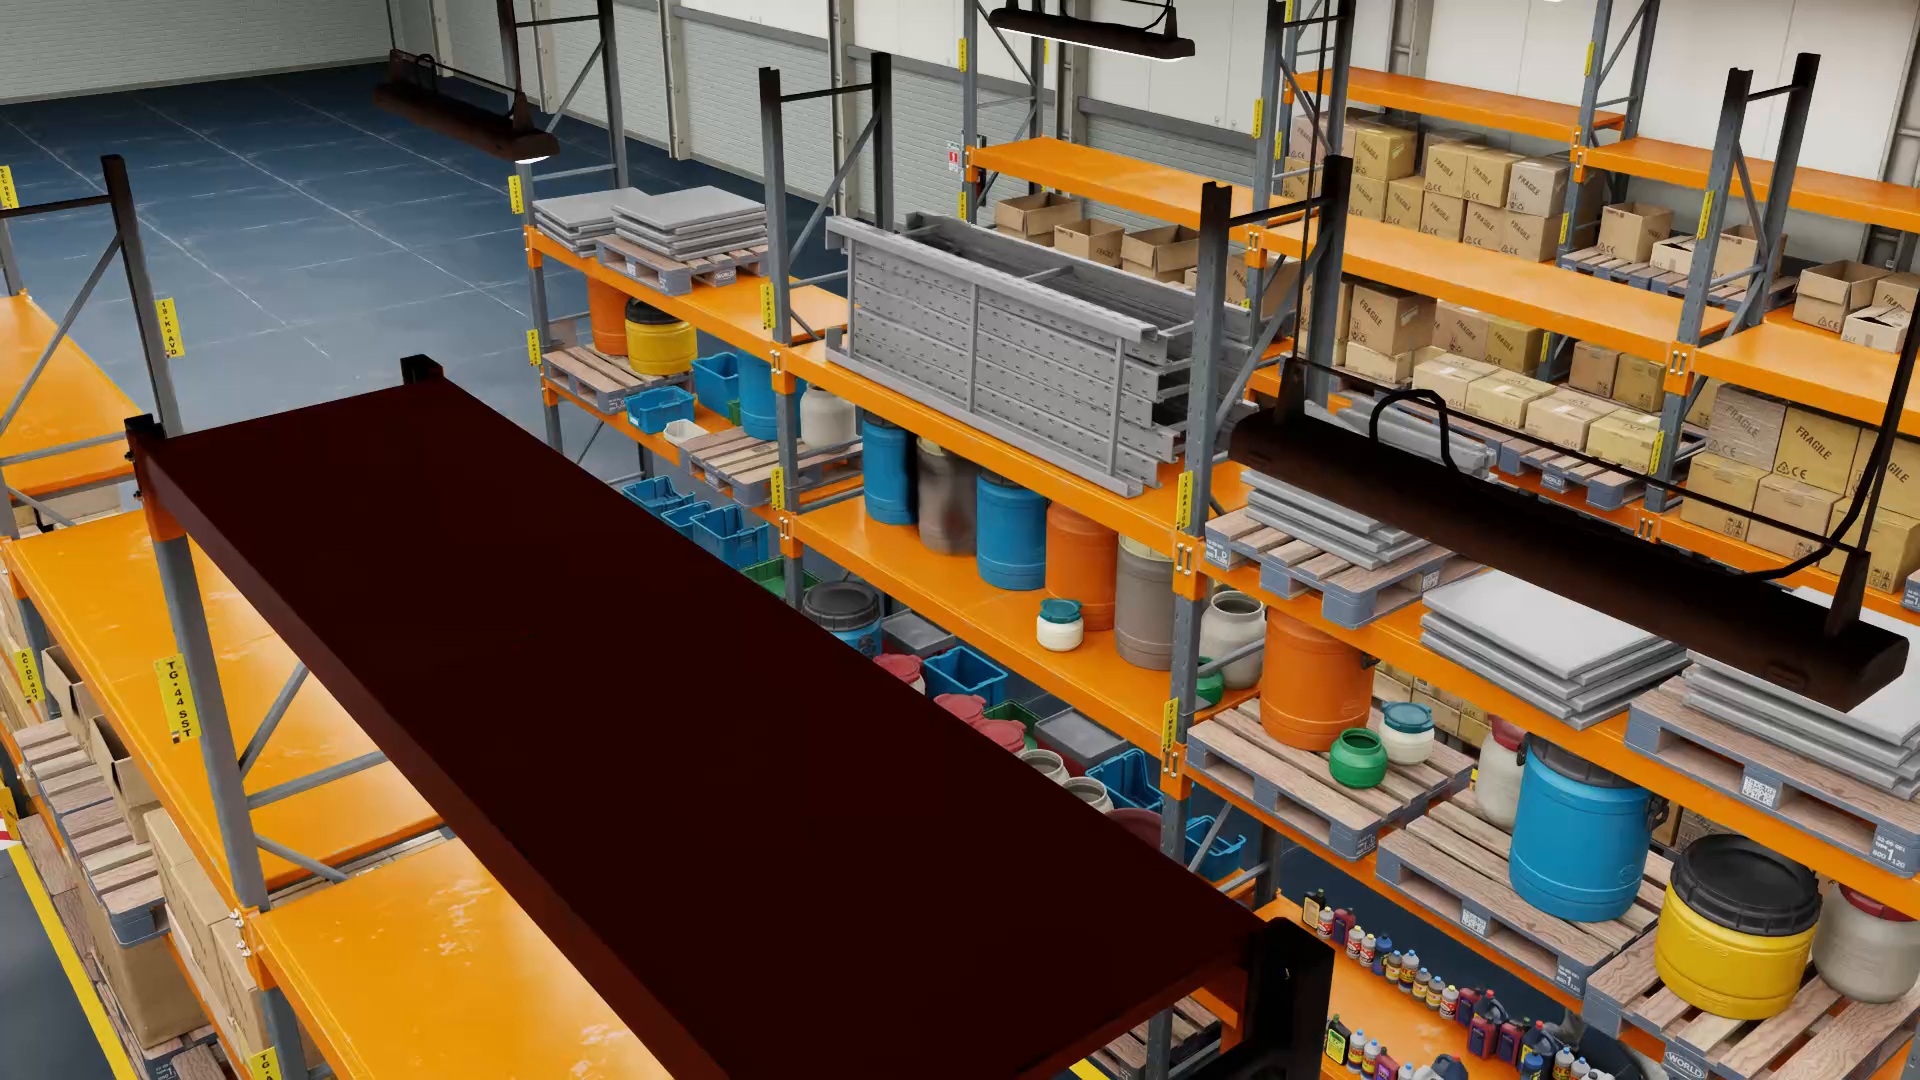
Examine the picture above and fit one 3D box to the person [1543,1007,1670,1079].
[{"bbox_3d":[4.205,2.798,10.654,0.682,1.597,1.049,-15,29,-27],"label":"person"}]
